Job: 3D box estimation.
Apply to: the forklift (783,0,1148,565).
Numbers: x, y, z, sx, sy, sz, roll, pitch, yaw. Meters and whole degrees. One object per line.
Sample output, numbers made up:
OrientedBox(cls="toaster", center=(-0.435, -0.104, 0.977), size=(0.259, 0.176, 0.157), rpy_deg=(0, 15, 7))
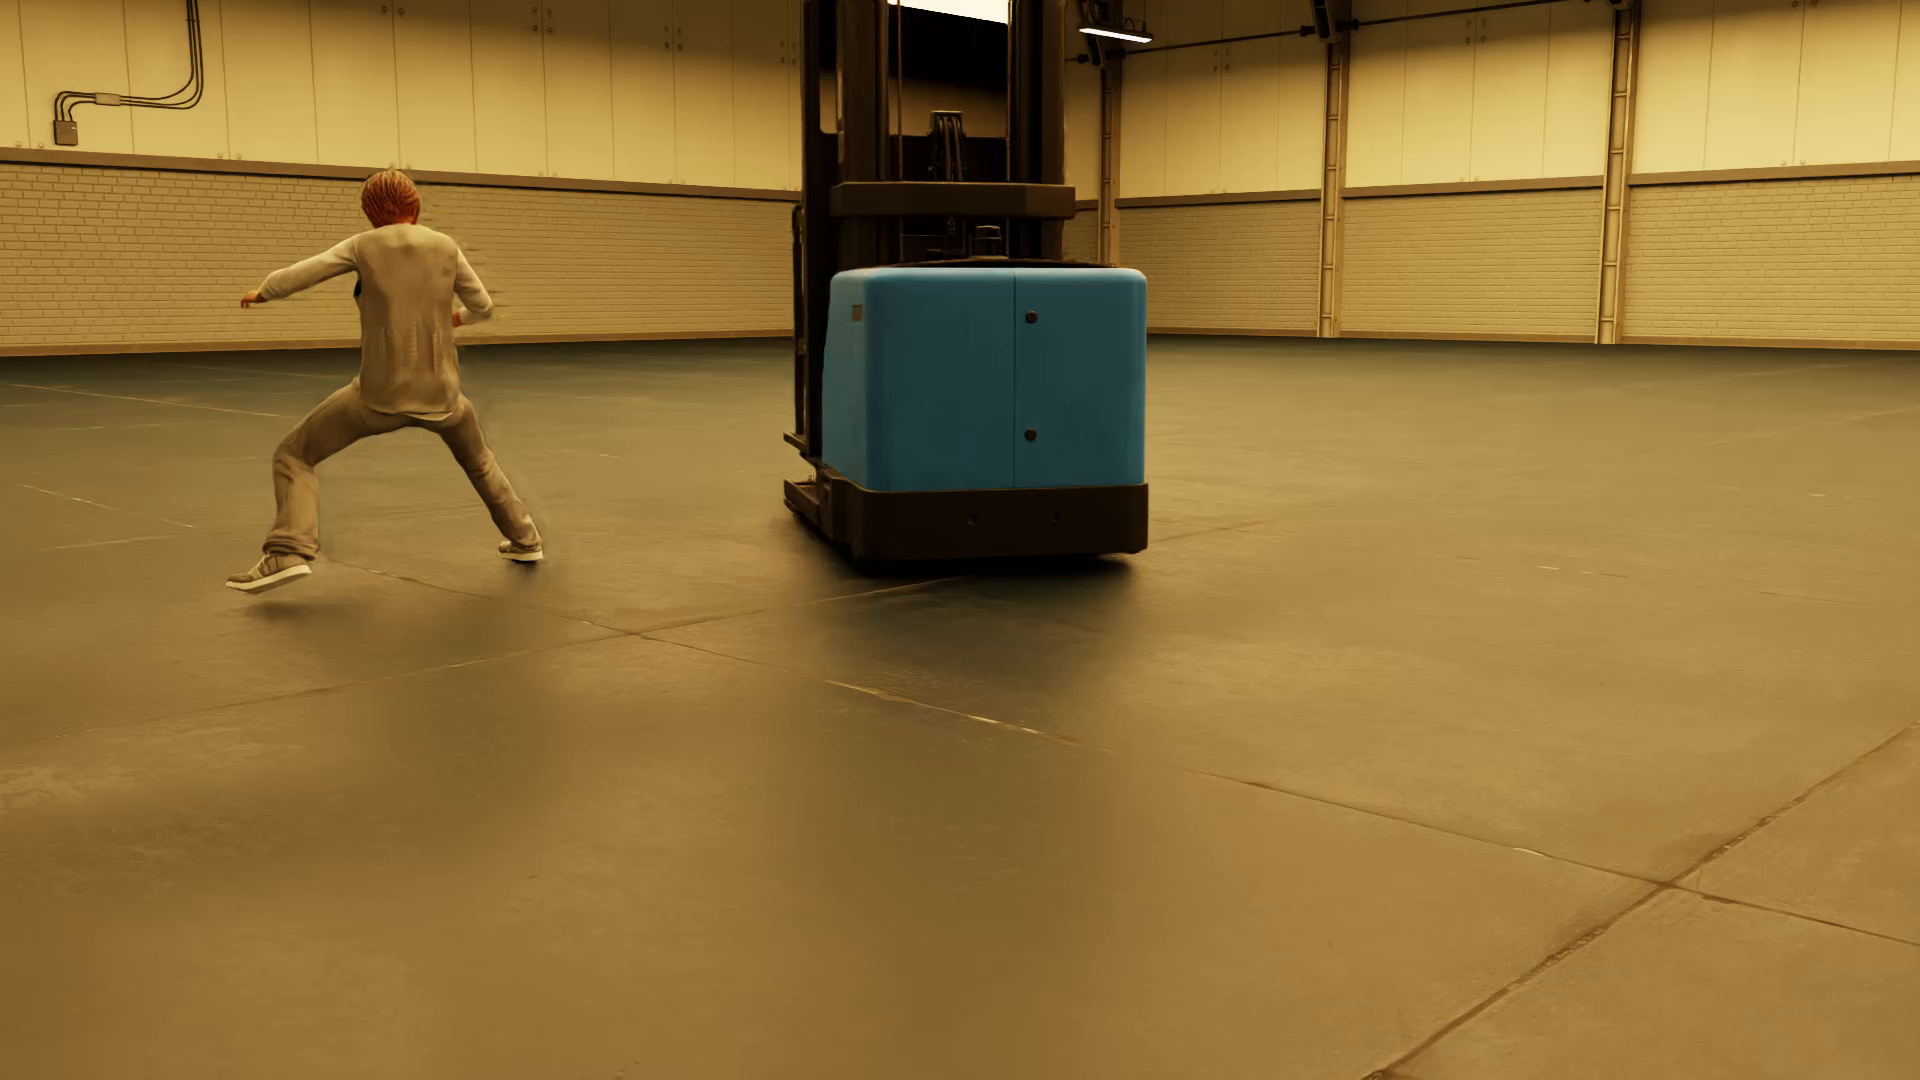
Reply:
OrientedBox(cls="forklift", center=(-0.168, -1.539, 7.097), size=(1.130, 2.935, 3.031), rpy_deg=(-2, 9, -14))

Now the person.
OrientedBox(cls="person", center=(-1.970, -0.540, 5.682), size=(1.138, 1.379, 0.656), rpy_deg=(-6, 10, -33))
